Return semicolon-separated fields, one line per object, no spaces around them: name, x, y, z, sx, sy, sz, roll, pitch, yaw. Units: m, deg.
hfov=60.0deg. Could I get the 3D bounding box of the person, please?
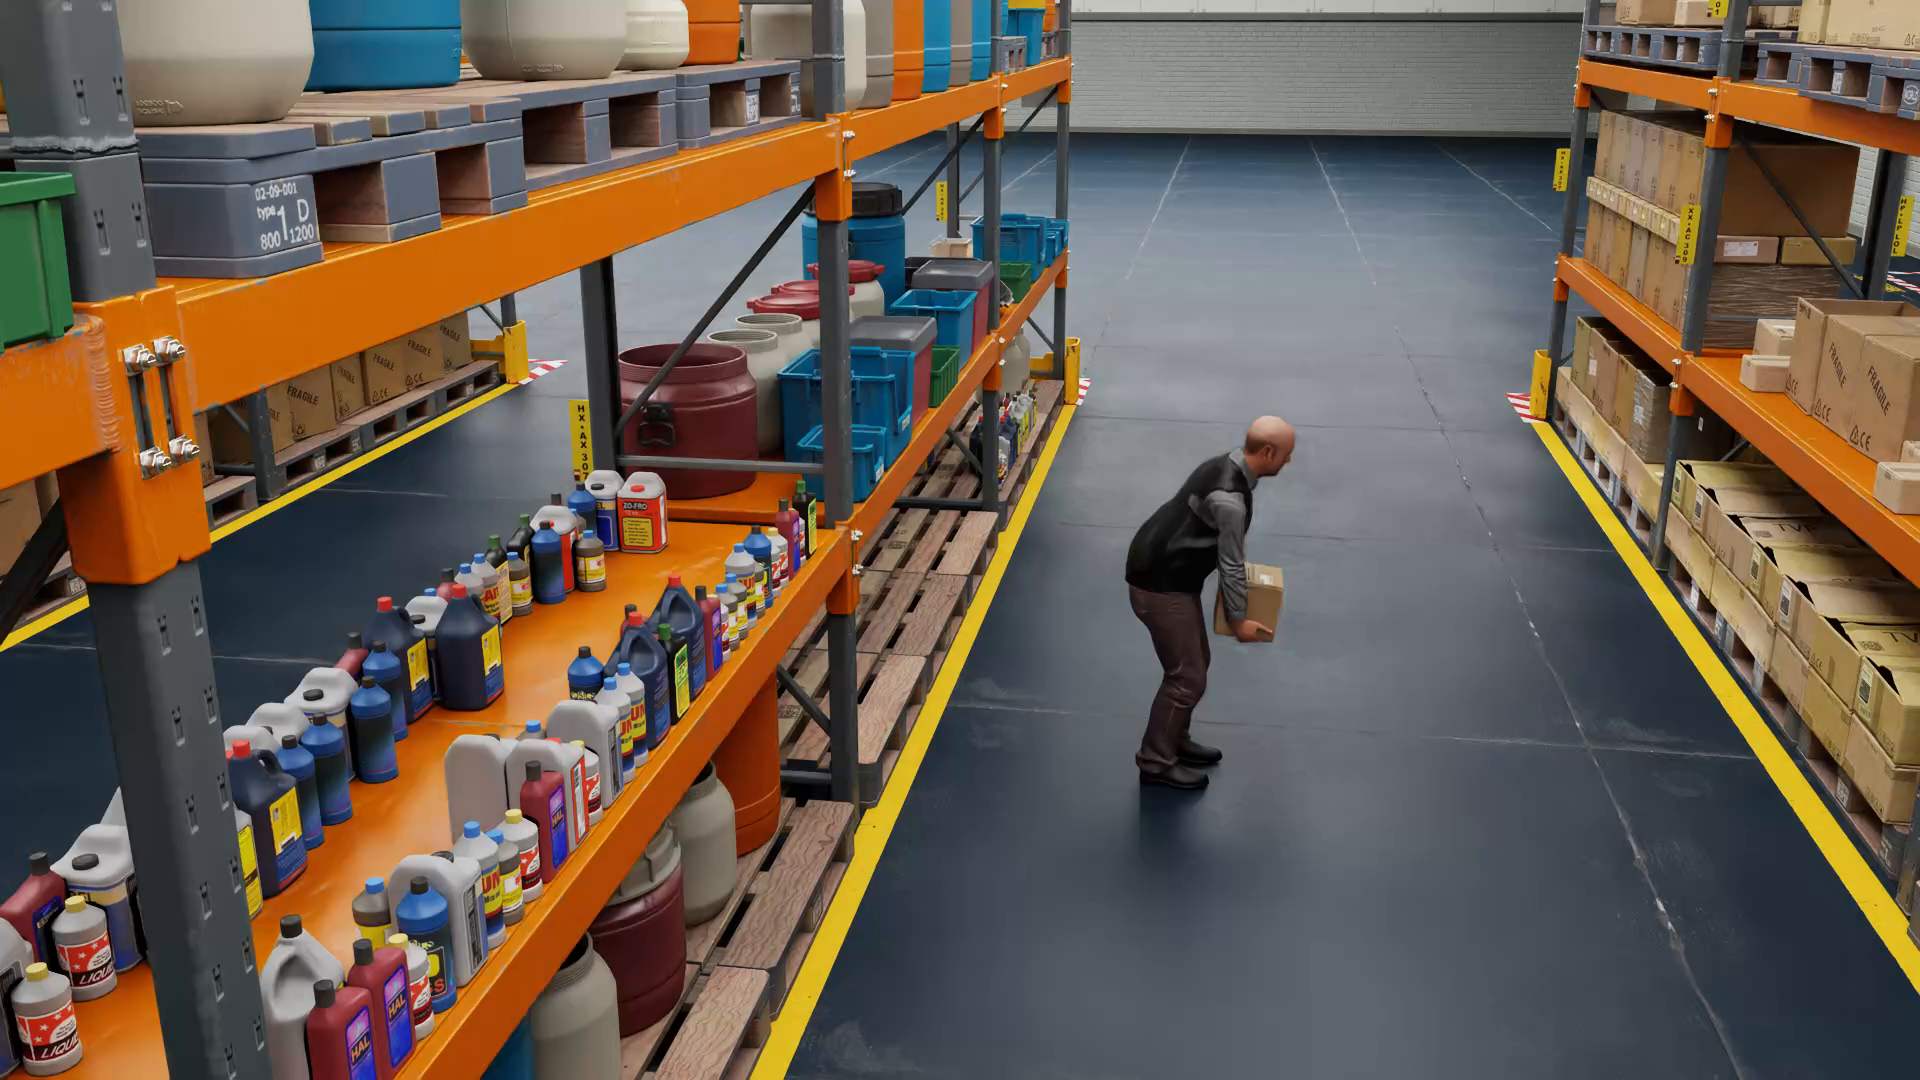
person;1.035;0.249;7.049;0.675;1.600;0.470;2;18;8
